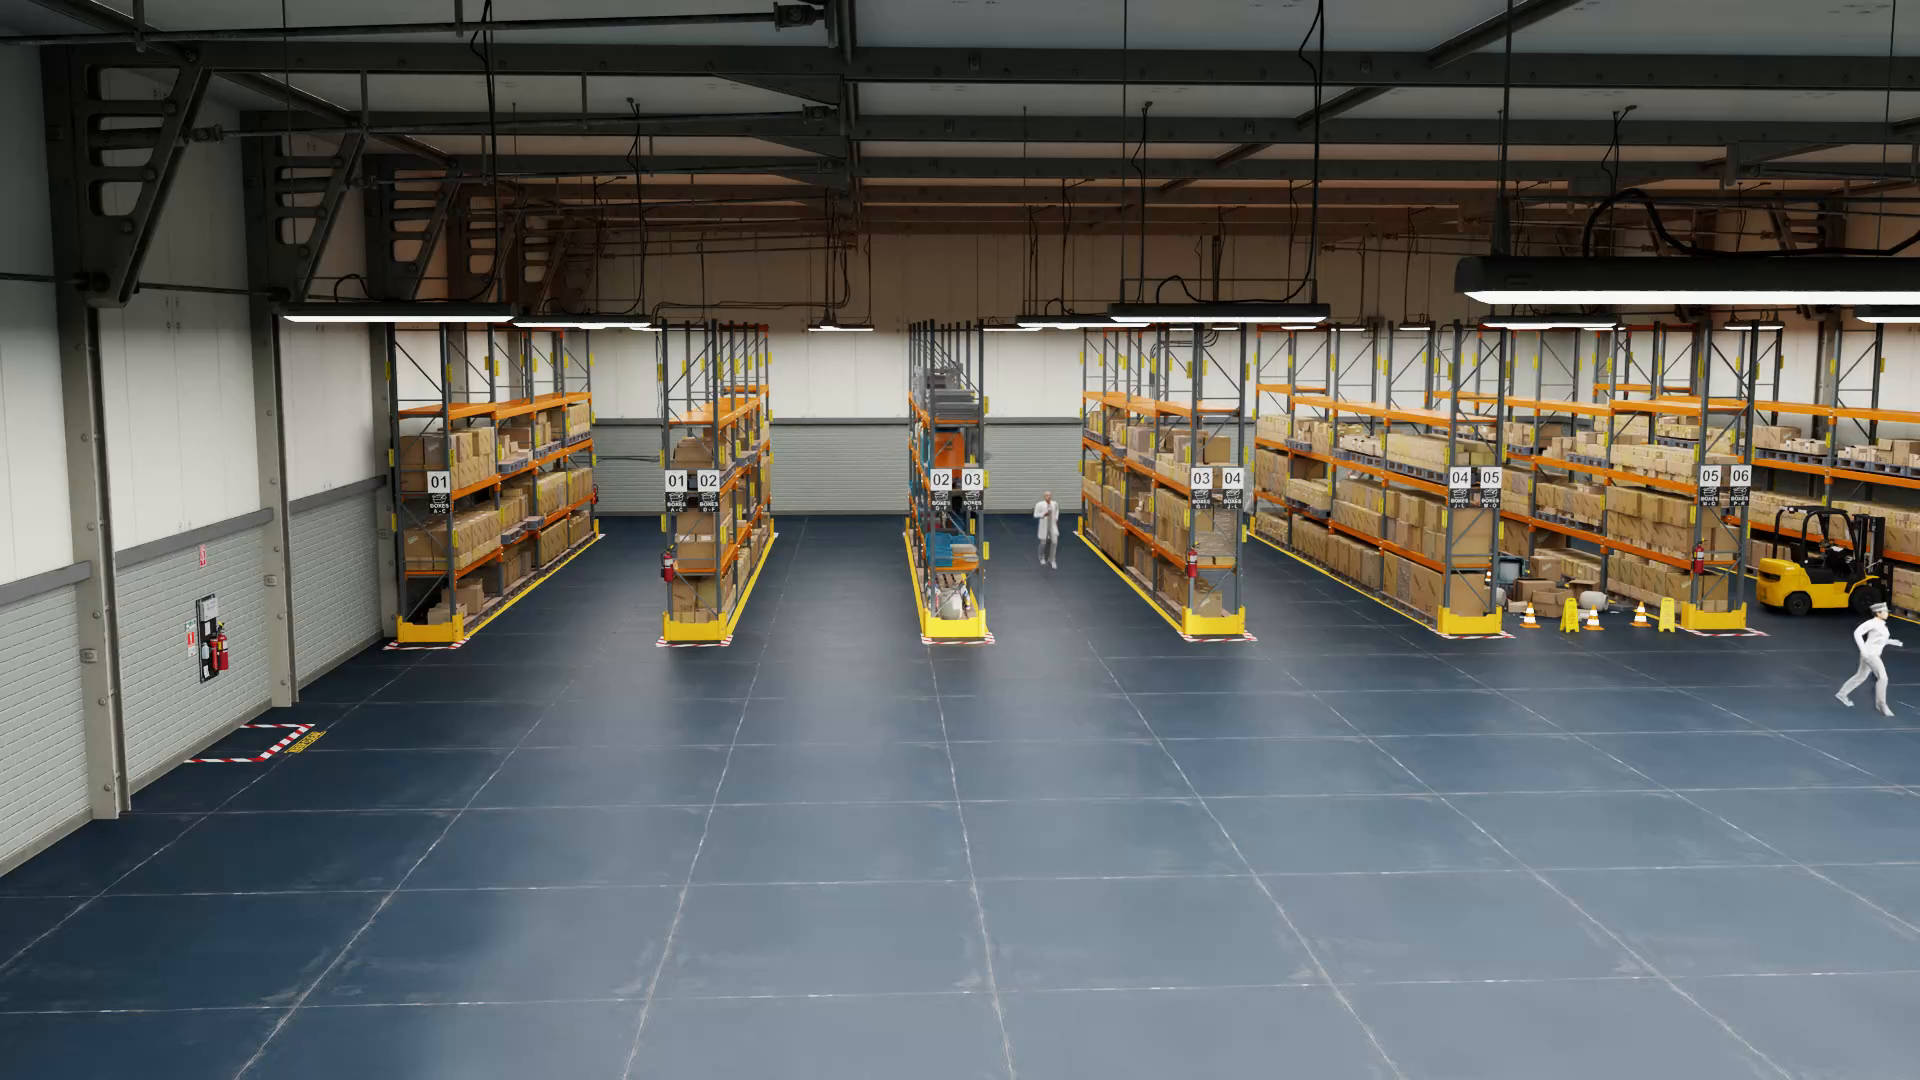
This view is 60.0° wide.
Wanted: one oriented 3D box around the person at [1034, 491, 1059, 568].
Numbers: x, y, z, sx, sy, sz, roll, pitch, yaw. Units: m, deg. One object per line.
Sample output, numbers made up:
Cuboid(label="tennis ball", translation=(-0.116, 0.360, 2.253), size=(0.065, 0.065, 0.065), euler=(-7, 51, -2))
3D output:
Cuboid(label="person", translation=(2.080, -0.269, 39.629), size=(0.692, 1.807, 0.849), euler=(-2, 7, -12))

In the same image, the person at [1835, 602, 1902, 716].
Cuboid(label="person", translation=(13.826, 1.780, 25.295), size=(0.862, 1.729, 0.541), euler=(5, 9, 35))

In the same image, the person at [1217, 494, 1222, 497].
Cuboid(label="person", translation=(7.250, -1.078, 48.368), size=(0.869, 1.726, 0.605), euler=(5, 8, 33))

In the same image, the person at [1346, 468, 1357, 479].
Cuboid(label="person", translation=(11.653, -1.238, 49.346), size=(0.919, 1.846, 0.673), euler=(0, 7, 2))

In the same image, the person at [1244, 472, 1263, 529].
Cuboid(label="person", translation=(8.693, -1.174, 48.847), size=(0.695, 1.772, 0.647), euler=(-2, 7, -15))
